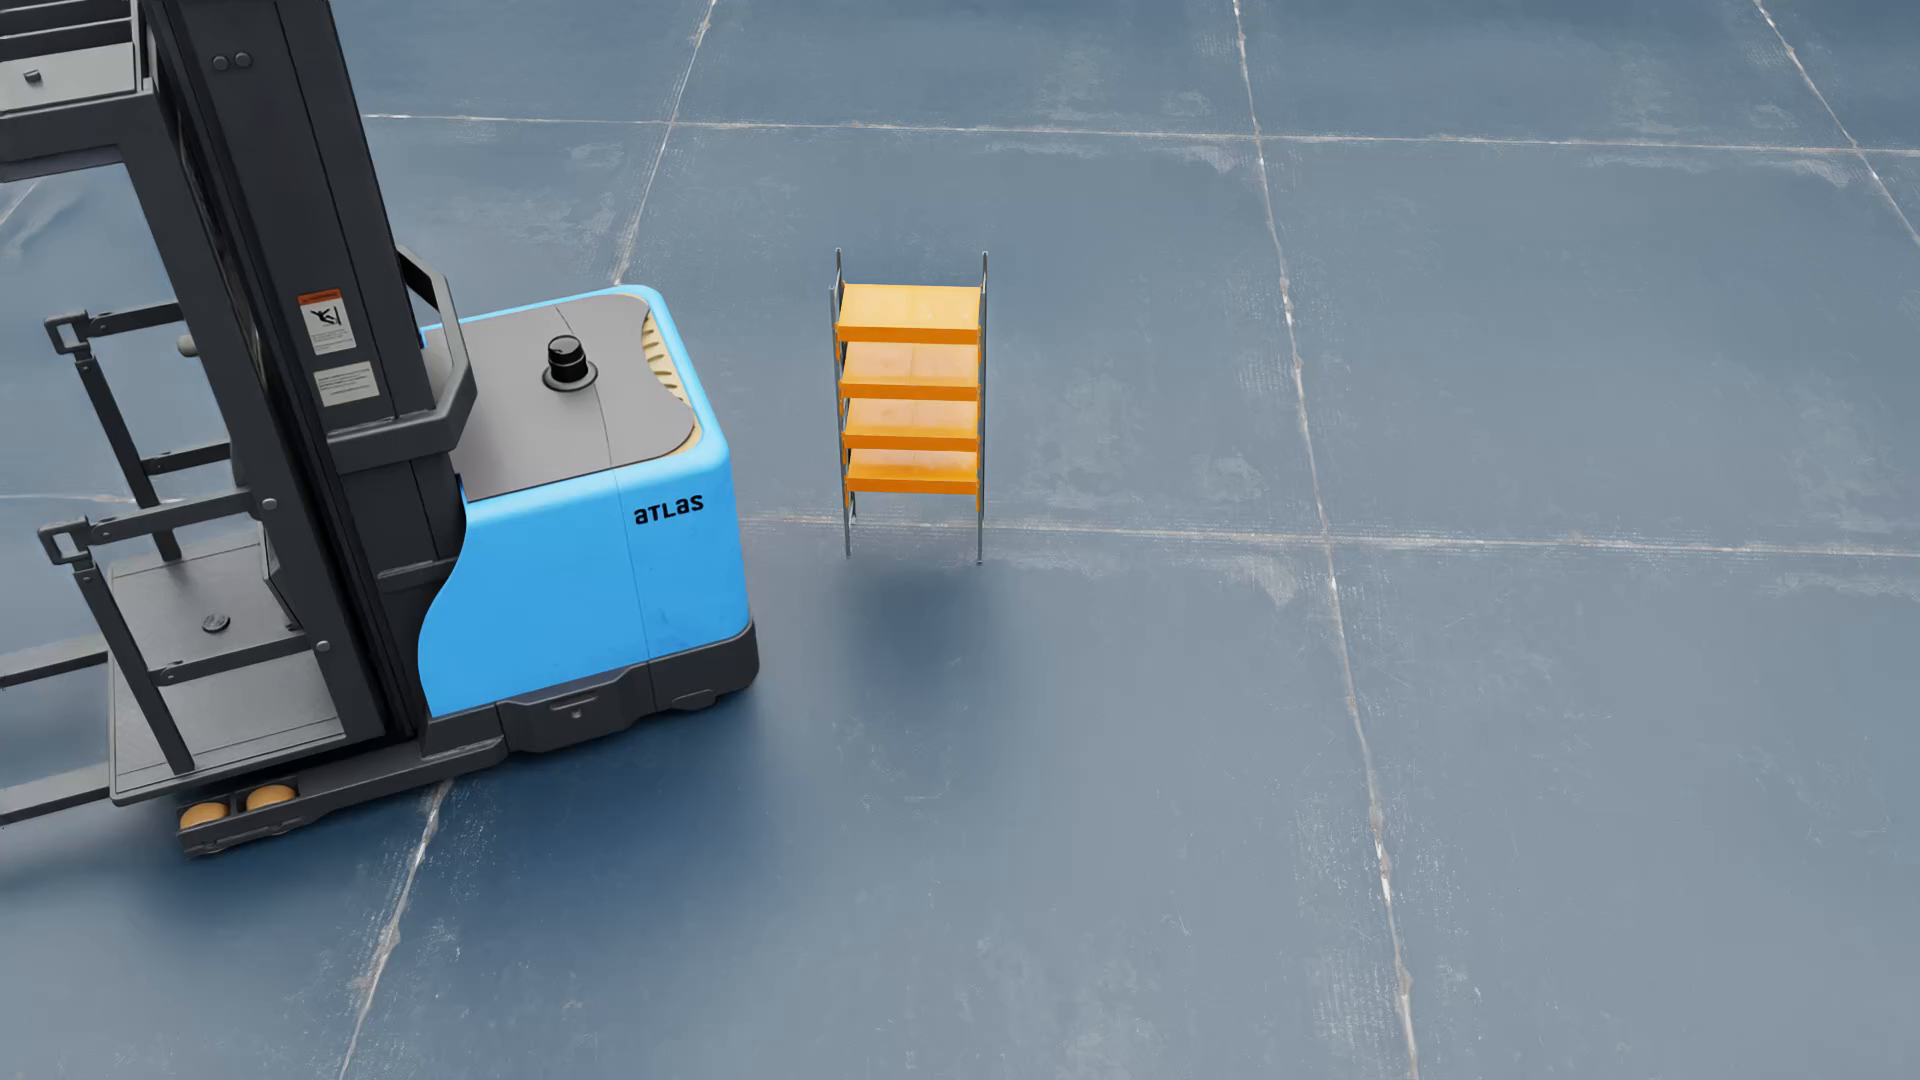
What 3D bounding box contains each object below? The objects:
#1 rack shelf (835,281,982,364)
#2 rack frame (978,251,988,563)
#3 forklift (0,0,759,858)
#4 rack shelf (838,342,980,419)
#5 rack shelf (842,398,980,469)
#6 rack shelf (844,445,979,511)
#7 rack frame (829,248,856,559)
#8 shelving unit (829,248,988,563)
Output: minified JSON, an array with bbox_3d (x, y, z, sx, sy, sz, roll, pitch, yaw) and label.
[{"bbox_3d":[-0.165,-0.732,5.579,0.480,0.148,0.258,2,43,2],"label":"rack shelf"},{"bbox_3d":[0.078,-0.437,5.838,0.015,1.200,0.240,2,43,2],"label":"rack frame"},{"bbox_3d":[-2.255,-0.502,4.639,3.031,2.935,1.130,-15,45,-15],"label":"forklift"},{"bbox_3d":[-0.165,-0.559,5.740,0.480,0.148,0.258,2,43,2],"label":"rack shelf"},{"bbox_3d":[-0.165,-0.395,5.892,0.480,0.148,0.258,2,43,2],"label":"rack shelf"},{"bbox_3d":[-0.165,-0.250,6.028,0.480,0.148,0.258,2,43,2],"label":"rack shelf"},{"bbox_3d":[-0.409,-0.452,5.855,0.015,1.200,0.240,2,43,2],"label":"rack frame"},{"bbox_3d":[-0.165,-0.444,5.846,0.503,1.200,0.258,2,43,2],"label":"shelving unit"}]
